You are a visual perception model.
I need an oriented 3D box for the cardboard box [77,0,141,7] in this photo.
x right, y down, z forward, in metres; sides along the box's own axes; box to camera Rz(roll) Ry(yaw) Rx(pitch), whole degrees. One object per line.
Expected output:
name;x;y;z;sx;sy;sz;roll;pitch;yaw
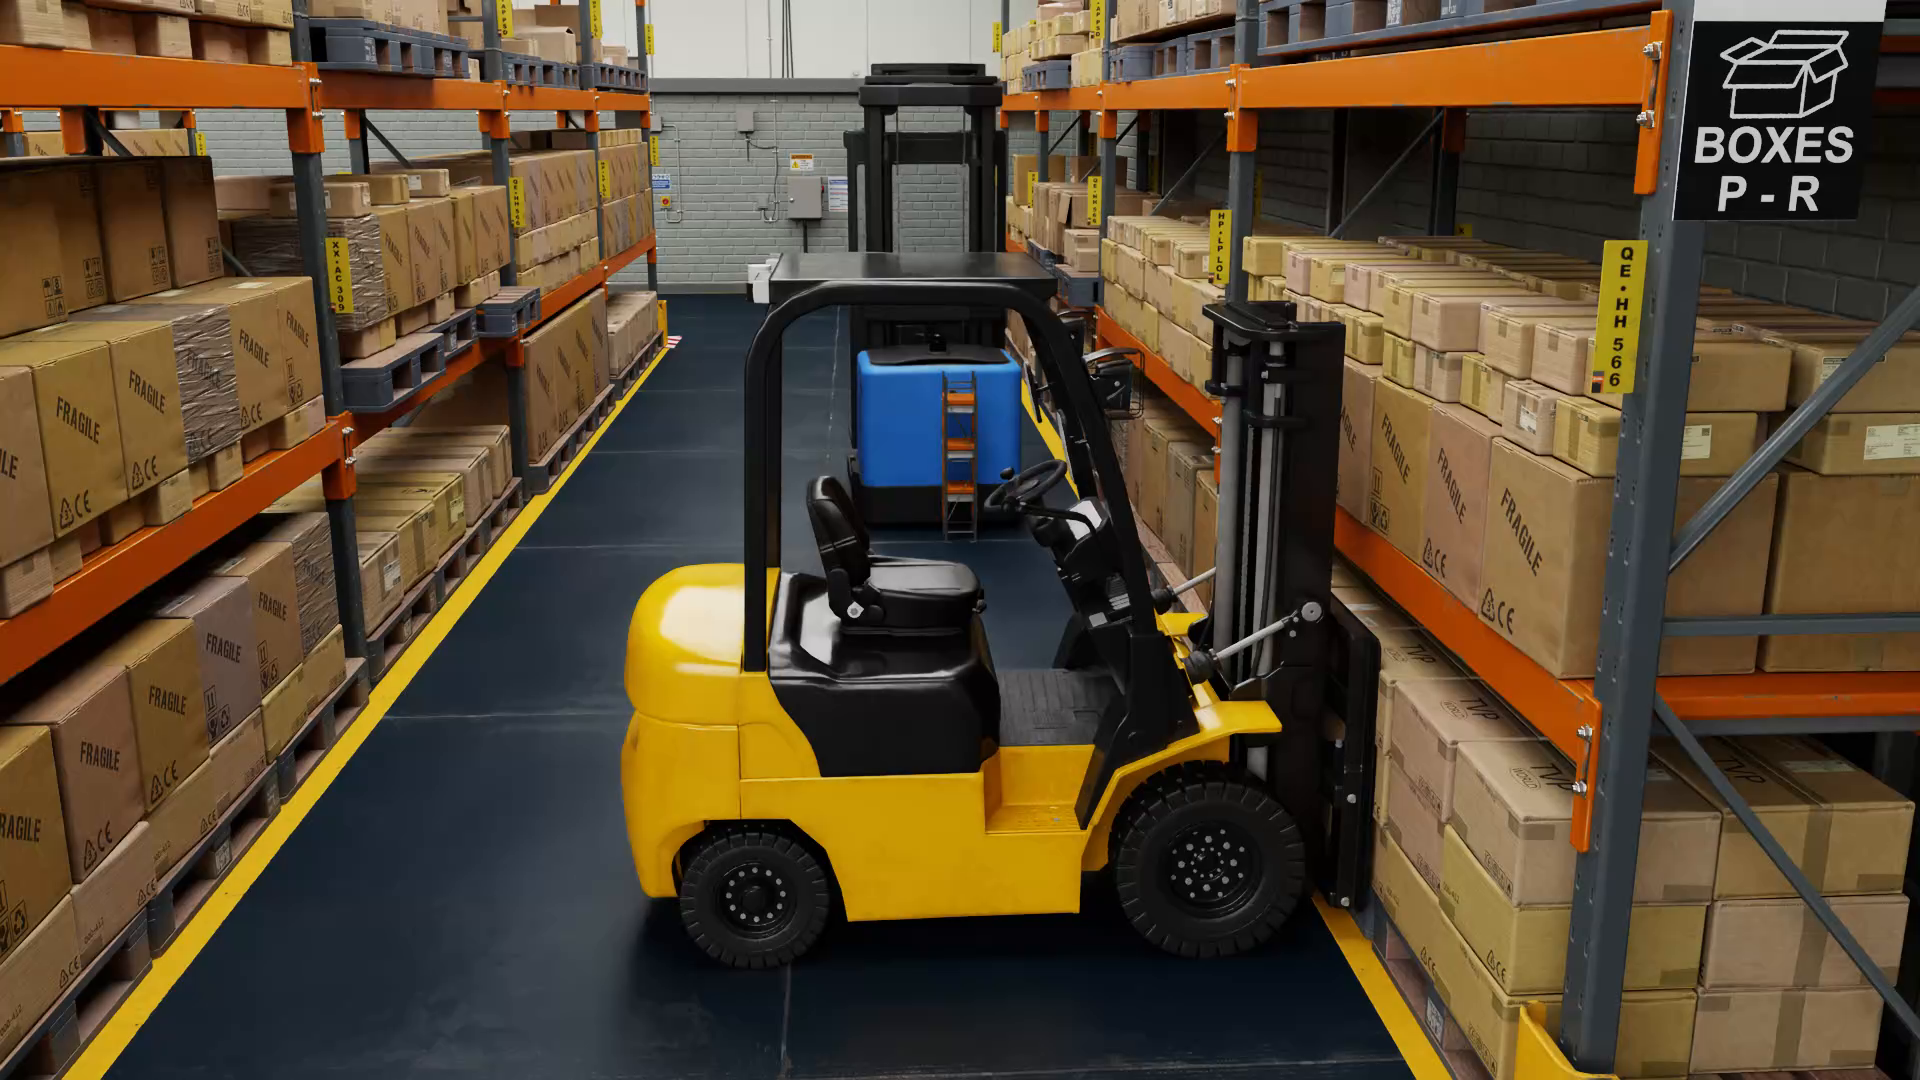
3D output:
cardboard box;-2.855;-1.761;5.036;0.500;0.250;0.500;-1;14;-2

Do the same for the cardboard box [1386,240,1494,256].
cardboard box;2.002;-1.168;6.947;0.380;0.149;0.250;-1;14;-5

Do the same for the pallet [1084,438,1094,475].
pallet;1.450;-0.630;12.550;1.003;0.211;1.213;-1;14;-3

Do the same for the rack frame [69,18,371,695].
rack frame;-3.248;-0.722;7.311;1.000;3.000;0.127;-1;14;-3

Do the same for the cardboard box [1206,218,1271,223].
cardboard box;1.808;-2.015;10.837;0.380;0.149;0.250;-1;14;-2

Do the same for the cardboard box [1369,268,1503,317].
cardboard box;1.622;-0.841;5.676;0.380;0.149;0.250;-1;14;-3

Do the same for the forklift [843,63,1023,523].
forklift;-0.253;-1.841;11.800;1.130;2.935;3.031;-1;14;-6

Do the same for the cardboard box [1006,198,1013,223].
cardboard box;0.753;-3.613;18.251;0.500;0.250;0.500;-1;14;-3

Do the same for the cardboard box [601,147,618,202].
cardboard box;-3.556;-3.492;15.870;0.500;0.500;0.500;-1;14;-4

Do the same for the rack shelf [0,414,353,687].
rack shelf;-3.124;0.124;5.468;1.077;0.370;4.000;-1;14;-3

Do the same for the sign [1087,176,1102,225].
sign;0.917;-2.306;11.303;0.100;0.325;0.005;-1;14;-3

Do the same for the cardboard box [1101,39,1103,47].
cardboard box;1.200;-3.516;11.654;0.380;0.149;0.250;-1;14;-5

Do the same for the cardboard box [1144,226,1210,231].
cardboard box;1.318;-1.816;10.062;0.380;0.149;0.250;-1;14;-3

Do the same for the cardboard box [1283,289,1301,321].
cardboard box;1.466;-0.887;6.452;0.380;0.149;0.250;-1;14;-2

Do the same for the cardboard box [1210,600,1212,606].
cardboard box;1.406;0.455;7.415;0.500;0.250;0.500;-1;14;-3

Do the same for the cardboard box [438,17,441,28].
cardboard box;-3.373;-2.840;9.318;0.797;0.503;0.637;-1;14;-3

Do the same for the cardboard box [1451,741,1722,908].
cardboard box;1.614;0.730;4.338;0.500;0.250;0.500;0;14;-2

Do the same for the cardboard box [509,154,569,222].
cardboard box;-3.367;-2.753;13.000;0.500;0.500;0.500;-1;14;-3

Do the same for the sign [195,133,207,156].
sign;-8.370;-4.322;18.346;0.100;0.325;0.005;-1;14;-3

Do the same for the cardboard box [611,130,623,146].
cardboard box;-3.579;-4.020;16.620;0.380;0.149;0.250;-1;14;-3

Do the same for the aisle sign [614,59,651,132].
aisle sign;-3.686;-4.988;18.675;0.394;0.787;0.004;-1;14;-3

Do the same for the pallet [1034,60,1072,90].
pallet;1.248;-3.729;13.358;1.213;0.211;1.003;-1;14;-3

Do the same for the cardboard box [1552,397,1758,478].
cardboard box;1.653;-0.249;3.971;0.380;0.149;0.250;-1;14;-3

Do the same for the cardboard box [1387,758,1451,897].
cardboard box;1.592;0.841;4.911;0.500;0.250;0.500;-1;14;-4

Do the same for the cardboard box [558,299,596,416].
cardboard box;-3.561;-1.508;13.789;0.875;0.875;0.875;0;14;-2

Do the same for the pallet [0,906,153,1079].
pallet;-3.020;1.402;4.653;1.003;0.211;1.213;-1;14;-3

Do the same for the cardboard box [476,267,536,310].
cardboard box;-3.275;-1.769;11.684;0.500;0.250;0.500;-1;14;-4

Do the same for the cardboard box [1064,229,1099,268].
cardboard box;1.070;-2.182;12.446;0.500;0.250;0.500;-2;15;-6

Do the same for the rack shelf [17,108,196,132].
rack shelf;-8.802;-4.211;16.298;1.077;0.370;4.000;-1;14;-3

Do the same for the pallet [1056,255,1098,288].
pallet;1.333;-2.185;13.382;1.003;0.211;1.213;-1;14;-3

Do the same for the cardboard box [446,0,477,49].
cardboard box;-3.669;-3.514;11.094;0.797;0.503;0.637;-2;15;-7

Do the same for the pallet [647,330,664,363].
pallet;-3.864;-2.158;18.490;1.003;0.211;1.213;-1;14;-3

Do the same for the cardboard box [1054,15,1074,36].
cardboard box;0.945;-4.053;13.101;0.380;0.149;0.250;-1;14;-3

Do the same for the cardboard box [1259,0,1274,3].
cardboard box;1.431;-2.266;6.753;0.380;0.149;0.250;-1;14;-2

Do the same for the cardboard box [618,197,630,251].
cardboard box;-3.563;-3.129;16.469;0.500;0.500;0.500;-1;14;-3

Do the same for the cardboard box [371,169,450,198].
cardboard box;-3.113;-2.024;9.430;0.380;0.149;0.250;-2;15;-6

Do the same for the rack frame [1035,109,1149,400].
rack frame;1.211;-2.789;15.345;1.000;3.000;0.127;-1;14;-3

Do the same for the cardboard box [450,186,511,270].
cardboard box;-3.190;-2.004;10.653;0.500;0.500;0.500;-1;14;-5

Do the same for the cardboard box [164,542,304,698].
cardboard box;-2.910;0.313;6.461;0.500;0.500;0.500;-1;14;-2

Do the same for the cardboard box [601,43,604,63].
cardboard box;-3.948;-4.994;17.033;0.500;0.311;0.500;-1;14;-2

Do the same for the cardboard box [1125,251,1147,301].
cardboard box;1.286;-1.594;10.001;0.500;0.250;0.500;-1;14;-5

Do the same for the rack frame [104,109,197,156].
rack frame;-8.925;-3.604;18.516;1.000;3.000;0.127;-1;14;-3

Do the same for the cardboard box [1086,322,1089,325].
cardboard box;1.119;-1.803;14.386;0.380;0.149;0.250;-1;14;-4

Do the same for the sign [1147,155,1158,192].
sign;1.764;-3.359;15.238;0.100;0.325;0.005;-1;14;-3

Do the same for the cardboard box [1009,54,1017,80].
cardboard box;0.789;-4.940;17.389;0.500;0.250;0.500;-1;14;-5

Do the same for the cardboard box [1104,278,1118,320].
cardboard box;1.242;-1.607;11.054;0.500;0.250;0.500;-1;14;-3

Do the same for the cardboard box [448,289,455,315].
cardboard box;-3.065;-1.336;9.361;0.380;0.149;0.250;-1;14;-5

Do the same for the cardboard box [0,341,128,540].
cardboard box;-2.821;-0.297;4.863;0.500;0.500;0.500;-1;14;-5

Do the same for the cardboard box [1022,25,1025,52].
cardboard box;0.876;-4.929;16.345;0.500;0.250;0.500;-1;14;-2

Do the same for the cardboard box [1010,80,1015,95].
cardboard box;0.728;-4.774;17.547;0.380;0.149;0.250;-1;14;-4

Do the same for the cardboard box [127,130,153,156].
cardboard box;-8.576;-3.916;16.922;0.500;0.500;0.500;0;14;-1

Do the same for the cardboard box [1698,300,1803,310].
cardboard box;2.133;-0.591;4.703;0.380;0.149;0.250;-1;14;-3

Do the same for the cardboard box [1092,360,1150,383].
cardboard box;1.175;-1.220;12.119;0.380;0.149;0.250;-2;15;-6

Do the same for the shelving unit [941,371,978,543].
shelving unit;-0.003;-0.522;10.447;0.215;1.050;0.252;-1;14;-3

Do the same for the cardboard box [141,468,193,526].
cardboard box;-2.819;-0.145;5.573;0.380;0.149;0.250;-1;14;-3

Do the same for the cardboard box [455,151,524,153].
cardboard box;-3.944;-3.004;13.974;0.500;0.500;0.500;-1;14;-4
